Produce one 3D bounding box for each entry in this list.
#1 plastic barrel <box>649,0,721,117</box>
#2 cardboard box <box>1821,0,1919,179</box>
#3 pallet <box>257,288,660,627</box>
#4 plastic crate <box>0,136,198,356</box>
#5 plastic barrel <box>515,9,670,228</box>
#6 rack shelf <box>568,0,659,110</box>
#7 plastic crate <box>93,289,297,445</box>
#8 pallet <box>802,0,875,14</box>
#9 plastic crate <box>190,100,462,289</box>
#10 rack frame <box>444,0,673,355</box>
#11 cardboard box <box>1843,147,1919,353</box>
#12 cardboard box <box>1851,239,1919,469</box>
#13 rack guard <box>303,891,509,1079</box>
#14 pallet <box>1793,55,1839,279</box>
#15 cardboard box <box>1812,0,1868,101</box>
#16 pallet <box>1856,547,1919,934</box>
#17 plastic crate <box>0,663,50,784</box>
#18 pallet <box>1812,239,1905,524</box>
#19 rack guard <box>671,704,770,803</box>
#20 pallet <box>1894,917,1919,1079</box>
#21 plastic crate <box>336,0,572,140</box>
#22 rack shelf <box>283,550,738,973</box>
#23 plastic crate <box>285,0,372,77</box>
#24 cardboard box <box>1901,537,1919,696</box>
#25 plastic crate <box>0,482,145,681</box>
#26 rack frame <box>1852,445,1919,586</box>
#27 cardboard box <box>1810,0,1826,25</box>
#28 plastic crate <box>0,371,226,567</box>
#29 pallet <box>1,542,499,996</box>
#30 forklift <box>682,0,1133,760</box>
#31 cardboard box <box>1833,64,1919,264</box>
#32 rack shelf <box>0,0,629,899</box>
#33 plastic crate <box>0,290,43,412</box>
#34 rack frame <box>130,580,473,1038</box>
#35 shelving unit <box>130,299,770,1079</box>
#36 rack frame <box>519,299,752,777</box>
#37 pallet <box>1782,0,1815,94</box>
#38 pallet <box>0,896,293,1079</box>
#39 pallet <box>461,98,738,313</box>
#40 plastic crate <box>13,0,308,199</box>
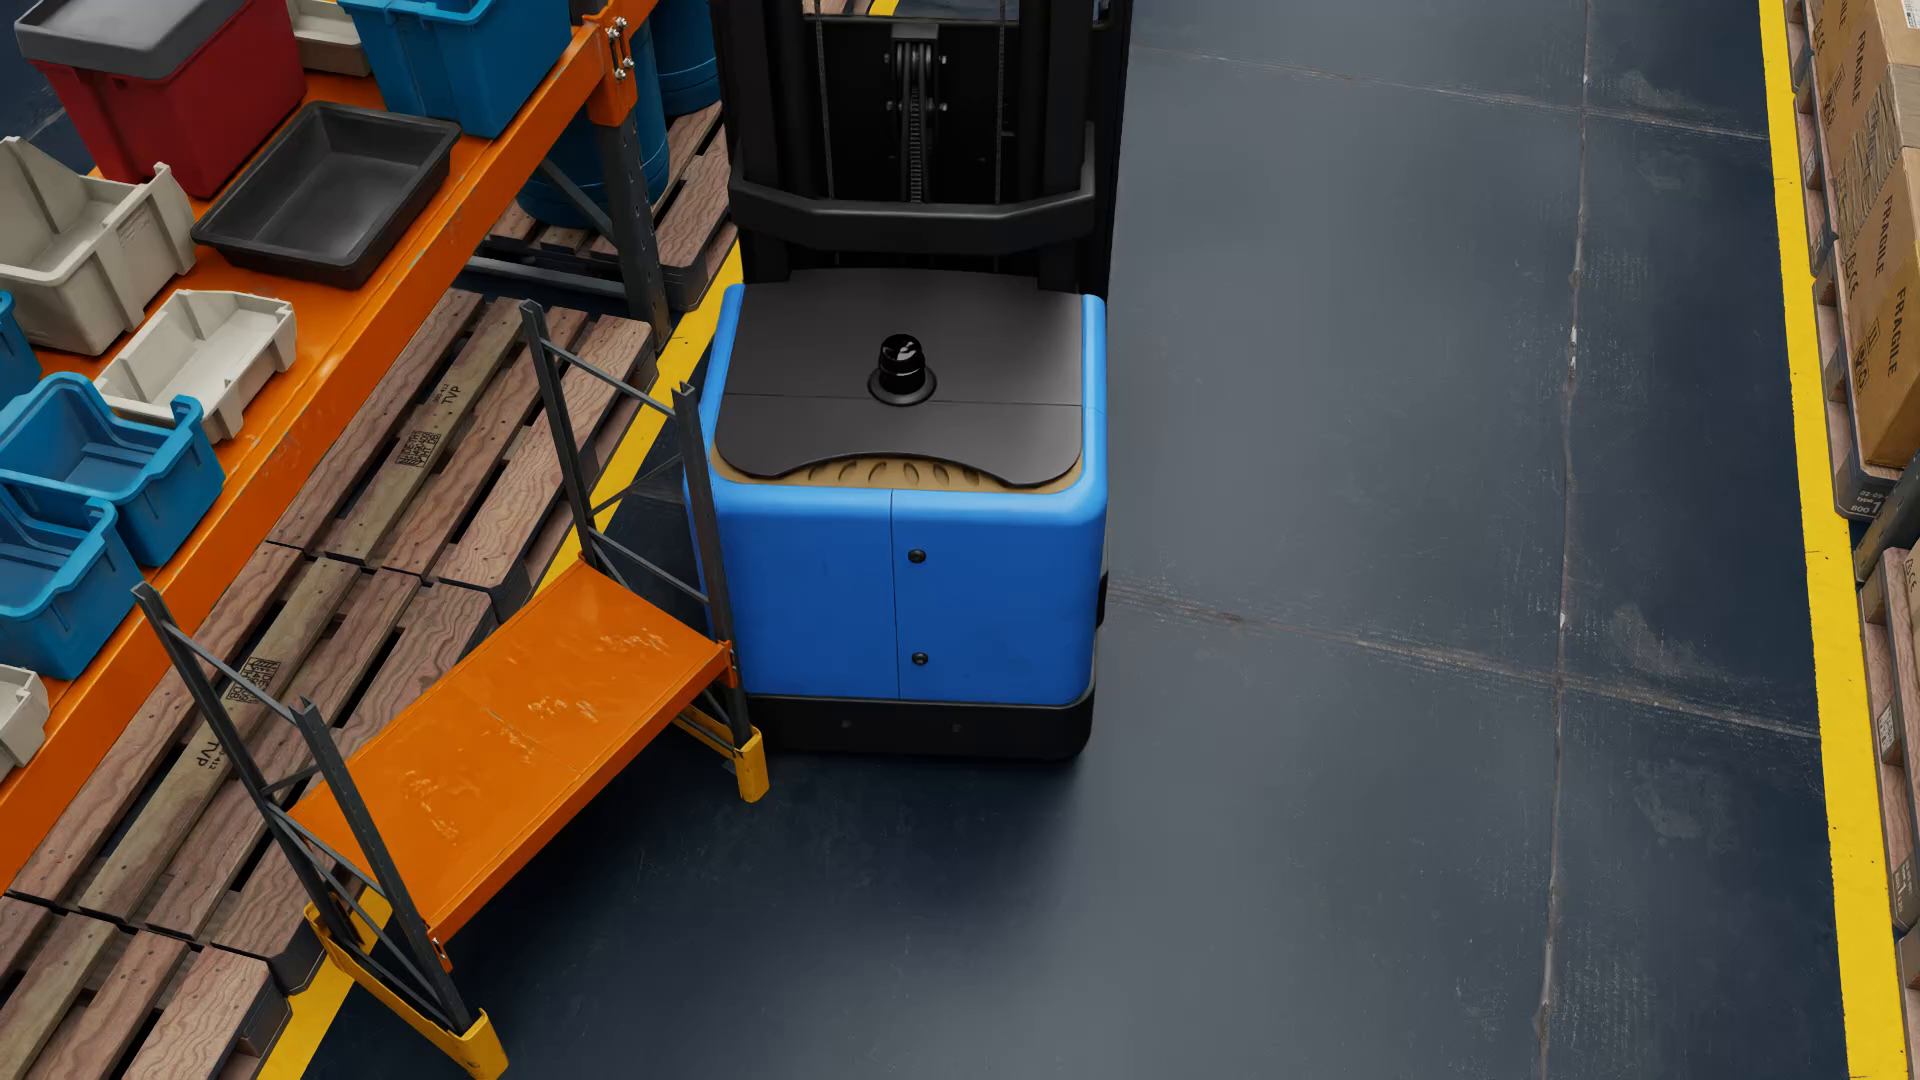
[{"bbox_3d":[-1.172,-2.131,6.250,0.600,0.901,0.708,12,50,10],"label":"plastic barrel"},{"bbox_3d":[3.516,-1.623,6.055,0.500,0.500,0.500,10,49,9],"label":"cardboard box"},{"bbox_3d":[-1.674,-0.322,5.393,1.003,0.211,1.213,12,50,10],"label":"pallet"},{"bbox_3d":[-2.097,-0.697,3.903,0.437,0.282,0.530,12,50,10],"label":"plastic crate"},{"bbox_3d":[-1.358,-1.619,5.798,0.600,0.901,0.708,12,50,10],"label":"plastic barrel"},{"bbox_3d":[-0.991,-2.993,6.370,1.077,0.370,4.000,12,50,10],"label":"rack shelf"},{"bbox_3d":[-1.686,-0.398,3.736,0.293,0.136,0.466,12,50,10],"label":"plastic crate"},{"bbox_3d":[-0.955,-2.297,7.136,1.003,0.211,1.213,12,50,10],"label":"pallet"},{"bbox_3d":[-1.553,-0.850,4.143,0.437,0.125,0.590,12,50,10],"label":"plastic crate"},{"bbox_3d":[-1.518,-1.784,4.824,1.000,3.000,0.127,12,50,10],"label":"rack frame"},{"bbox_3d":[3.252,-0.892,5.410,0.500,0.500,0.500,12,50,10],"label":"cardboard box"},{"bbox_3d":[3.114,-0.536,5.096,0.500,0.500,0.500,11,50,10],"label":"cardboard box"},{"bbox_3d":[-1.368,1.104,4.109,0.587,0.250,0.087,28,54,23],"label":"rack guard"},{"bbox_3d":[3.757,-1.362,6.312,1.003,0.211,1.213,12,50,10],"label":"pallet"},{"bbox_3d":[3.648,-2.001,6.389,0.500,0.500,0.500,11,49,10],"label":"cardboard box"},{"bbox_3d":[3.078,0.615,4.566,1.003,0.211,1.213,12,50,10],"label":"pallet"},{"bbox_3d":[-1.845,0.357,3.070,0.250,0.136,0.298,12,50,10],"label":"plastic crate"},{"bbox_3d":[3.438,-0.477,5.530,1.003,0.211,1.213,12,50,10],"label":"pallet"},{"bbox_3d":[-0.786,0.499,4.643,0.587,0.250,0.087,28,54,23],"label":"rack guard"},{"bbox_3d":[2.759,1.501,3.785,1.003,0.211,1.213,12,50,10],"label":"pallet"},{"bbox_3d":[-1.311,-1.394,4.450,0.392,0.384,0.575,12,50,10],"label":"plastic crate"},{"bbox_3d":[-1.072,0.501,4.047,0.538,0.185,1.000,28,54,23],"label":"rack shelf"},{"bbox_3d":[-1.778,-1.408,4.628,0.396,0.136,0.243,12,50,10],"label":"plastic crate"},{"bbox_3d":[2.941,0.201,4.572,0.500,0.311,0.500,12,50,10],"label":"cardboard box"},{"bbox_3d":[-1.841,0.079,3.252,0.416,0.233,0.300,12,50,10],"label":"plastic crate"},{"bbox_3d":[3.260,-0.804,3.959,1.000,3.000,0.127,12,50,10],"label":"rack frame"},{"bbox_3d":[3.785,-2.363,6.709,0.500,0.500,0.500,10,49,9],"label":"cardboard box"},{"bbox_3d":[-1.762,-0.138,3.443,0.416,0.233,0.300,12,50,10],"label":"plastic crate"},{"bbox_3d":[-1.993,0.563,4.612,1.003,0.211,1.213,12,50,10],"label":"pallet"},{"bbox_3d":[-0.088,-1.462,4.585,1.130,2.935,3.031,2,49,2],"label":"forklift"},{"bbox_3d":[3.384,-1.254,5.730,0.500,0.500,0.500,12,50,11],"label":"cardboard box"},{"bbox_3d":[-2.044,-0.099,3.817,1.077,0.370,4.000,12,50,10],"label":"rack shelf"},{"bbox_3d":[-2.277,-0.391,3.666,0.416,0.233,0.300,12,50,10],"label":"plastic crate"},{"bbox_3d":[-1.369,0.691,3.639,0.500,1.500,0.032,28,54,23],"label":"rack frame"},{"bbox_3d":[-1.077,0.388,3.907,0.587,1.500,1.083,28,54,23],"label":"shelving unit"},{"bbox_3d":[-0.774,0.073,4.185,0.500,1.500,0.032,28,54,23],"label":"rack frame"},{"bbox_3d":[4.080,-2.242,7.088,1.003,0.211,1.213,12,50,10],"label":"pallet"},{"bbox_3d":[-2.316,1.443,3.836,1.003,0.211,1.213,12,50,10],"label":"pallet"},{"bbox_3d":[-1.274,-1.411,6.355,1.003,0.211,1.213,12,50,10],"label":"pallet"},{"bbox_3d":[-1.995,-1.229,4.251,0.402,0.464,0.583,12,50,10],"label":"plastic crate"}]
